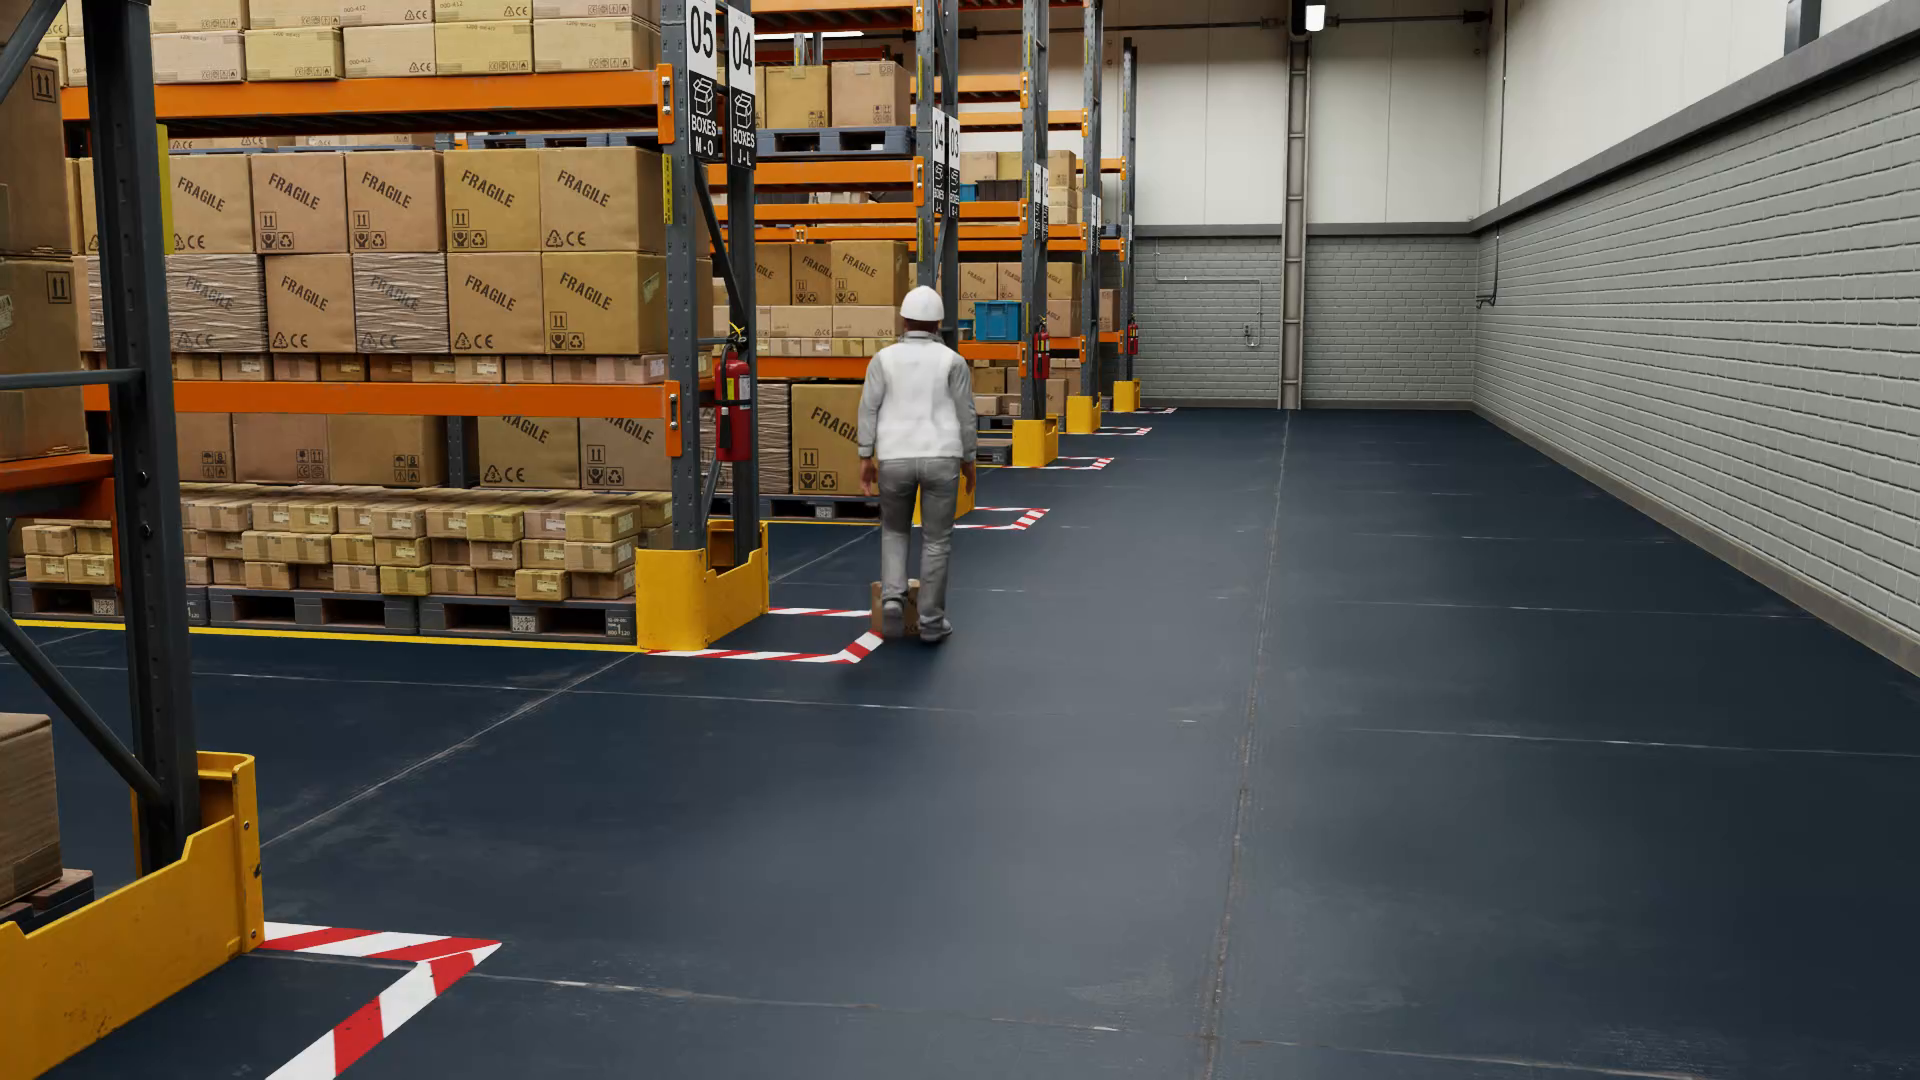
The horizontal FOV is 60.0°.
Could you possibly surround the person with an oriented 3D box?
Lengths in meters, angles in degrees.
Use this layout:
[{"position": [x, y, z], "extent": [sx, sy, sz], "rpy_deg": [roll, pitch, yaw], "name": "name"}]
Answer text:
[{"position": [-0.210, -0.367, 8.387], "extent": [0.584, 1.813, 0.471], "rpy_deg": [1, 8, 7], "name": "person"}]
